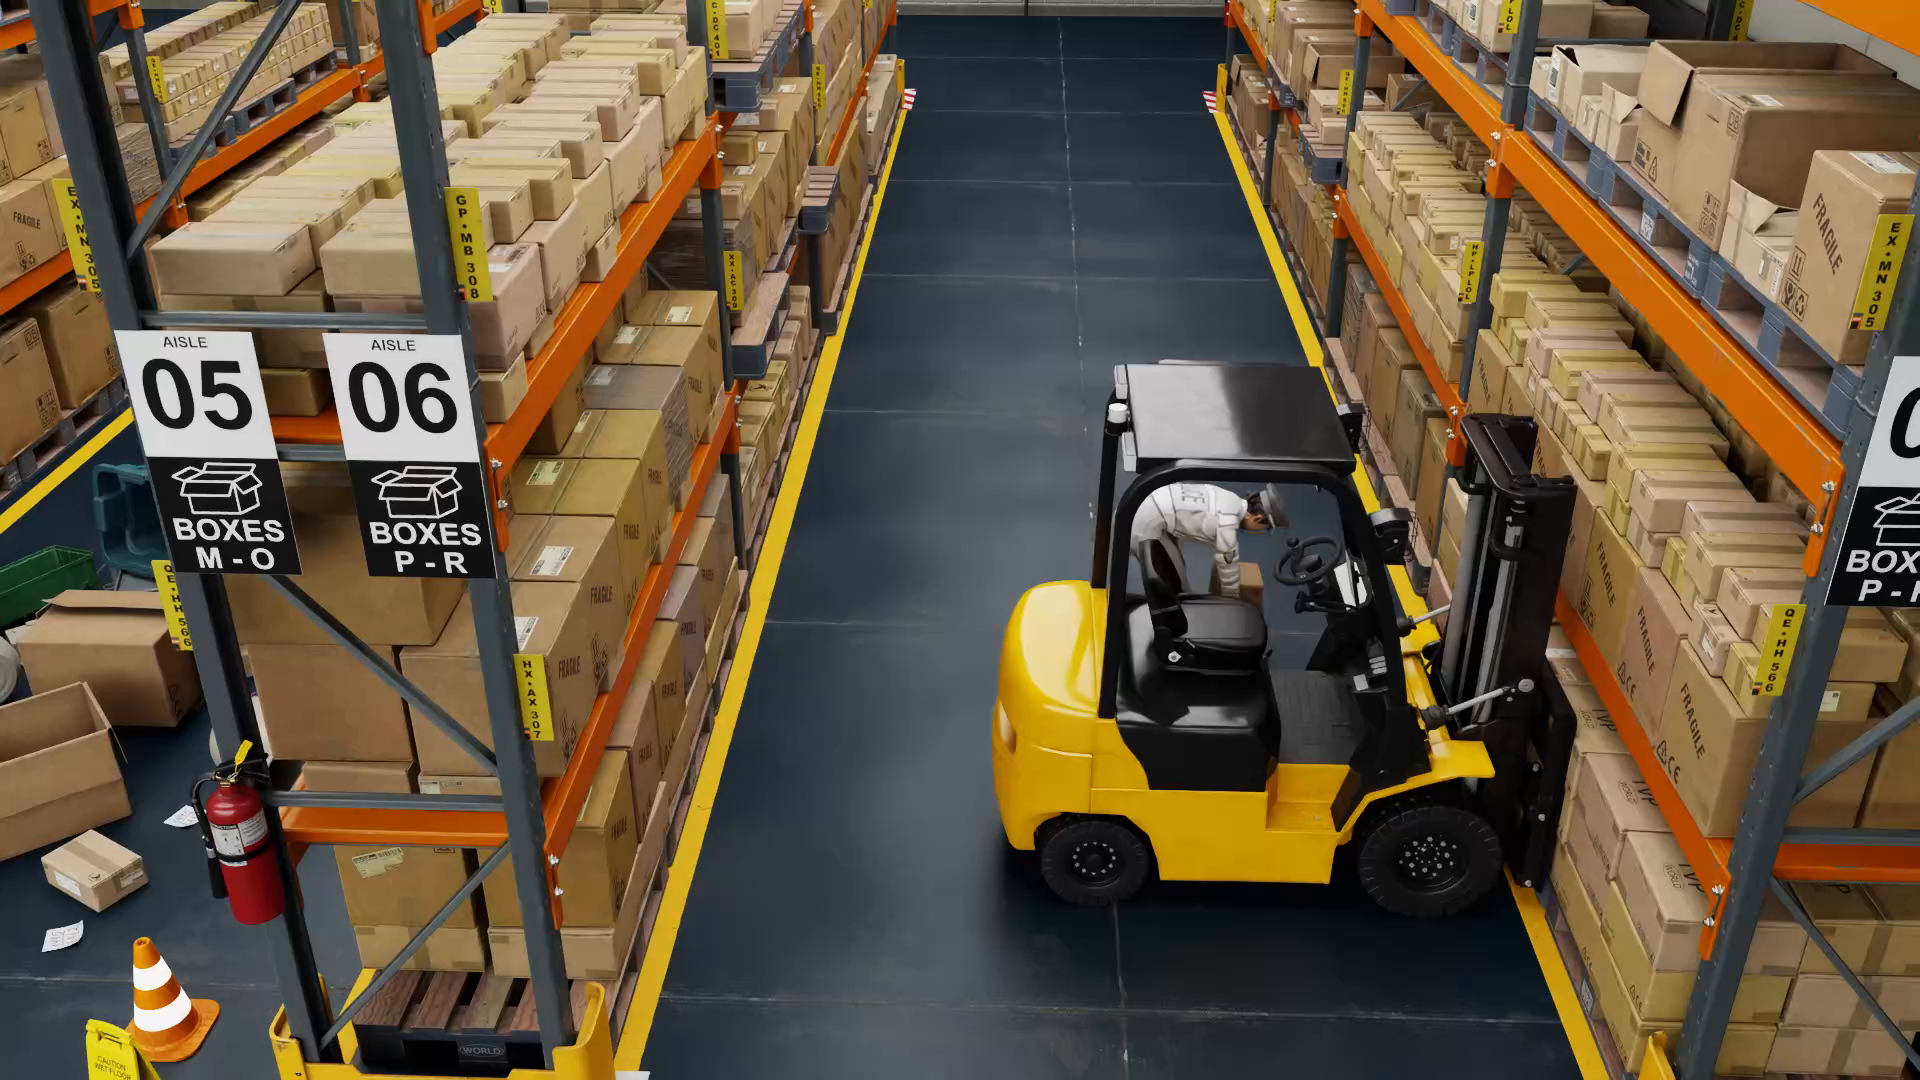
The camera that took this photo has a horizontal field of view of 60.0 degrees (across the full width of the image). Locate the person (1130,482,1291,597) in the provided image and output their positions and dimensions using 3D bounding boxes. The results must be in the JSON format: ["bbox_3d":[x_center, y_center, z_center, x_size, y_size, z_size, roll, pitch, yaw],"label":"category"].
[{"bbox_3d":[1.301,0.169,8.983,0.916,1.029,0.424,0,28,0],"label":"person"}]
